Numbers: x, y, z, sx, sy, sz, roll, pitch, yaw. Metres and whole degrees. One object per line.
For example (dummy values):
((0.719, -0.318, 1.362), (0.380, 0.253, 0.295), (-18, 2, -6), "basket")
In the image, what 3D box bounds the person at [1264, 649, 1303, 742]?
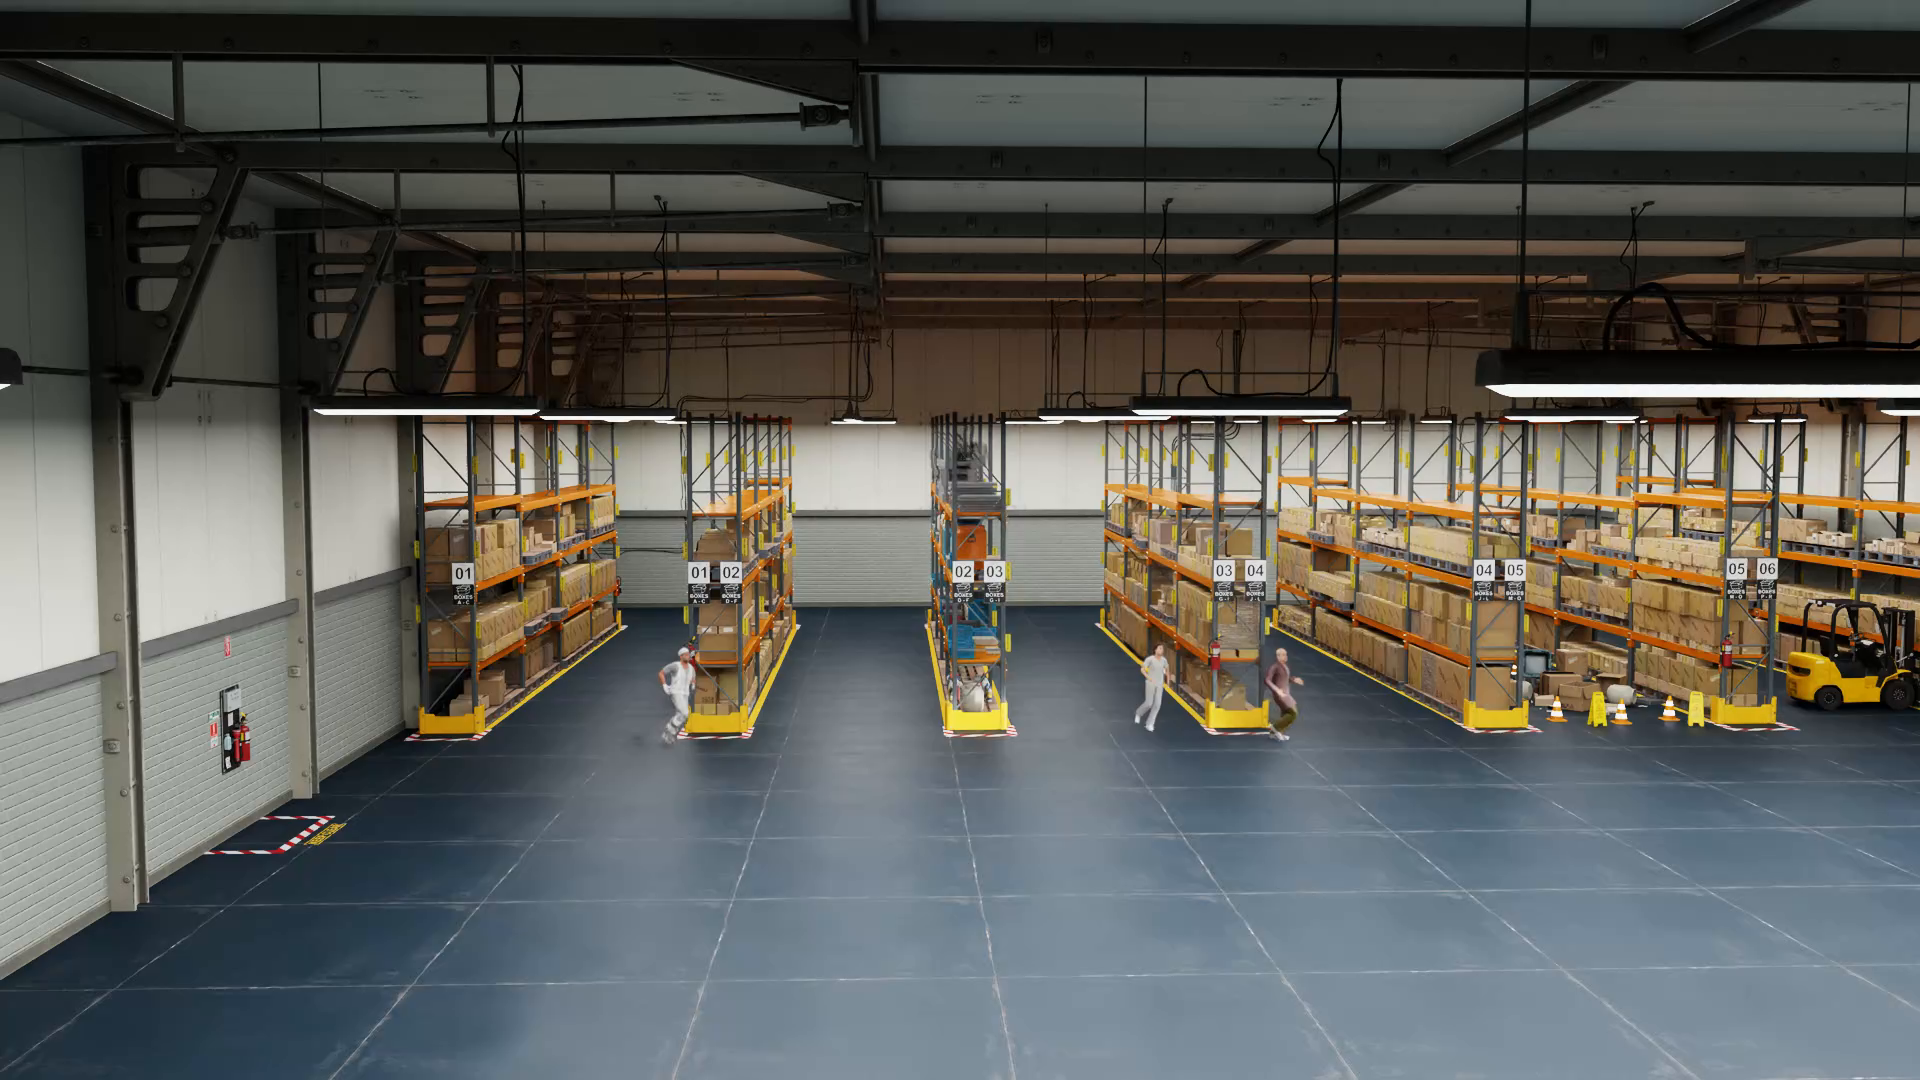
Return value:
((5.875, 2.815, 30.111), (0.627, 1.715, 0.717), (2, 4, 24), "person")

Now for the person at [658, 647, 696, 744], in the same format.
((-5.029, 2.799, 29.997), (0.639, 1.716, 0.666), (3, 5, 35), "person")

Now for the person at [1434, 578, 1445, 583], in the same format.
((14.155, 1.519, 49.333), (0.505, 1.709, 0.752), (1, 4, 18), "person")

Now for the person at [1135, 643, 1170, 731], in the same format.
((3.712, 2.762, 31.636), (0.633, 1.641, 0.683), (-2, 4, -23), "person")
